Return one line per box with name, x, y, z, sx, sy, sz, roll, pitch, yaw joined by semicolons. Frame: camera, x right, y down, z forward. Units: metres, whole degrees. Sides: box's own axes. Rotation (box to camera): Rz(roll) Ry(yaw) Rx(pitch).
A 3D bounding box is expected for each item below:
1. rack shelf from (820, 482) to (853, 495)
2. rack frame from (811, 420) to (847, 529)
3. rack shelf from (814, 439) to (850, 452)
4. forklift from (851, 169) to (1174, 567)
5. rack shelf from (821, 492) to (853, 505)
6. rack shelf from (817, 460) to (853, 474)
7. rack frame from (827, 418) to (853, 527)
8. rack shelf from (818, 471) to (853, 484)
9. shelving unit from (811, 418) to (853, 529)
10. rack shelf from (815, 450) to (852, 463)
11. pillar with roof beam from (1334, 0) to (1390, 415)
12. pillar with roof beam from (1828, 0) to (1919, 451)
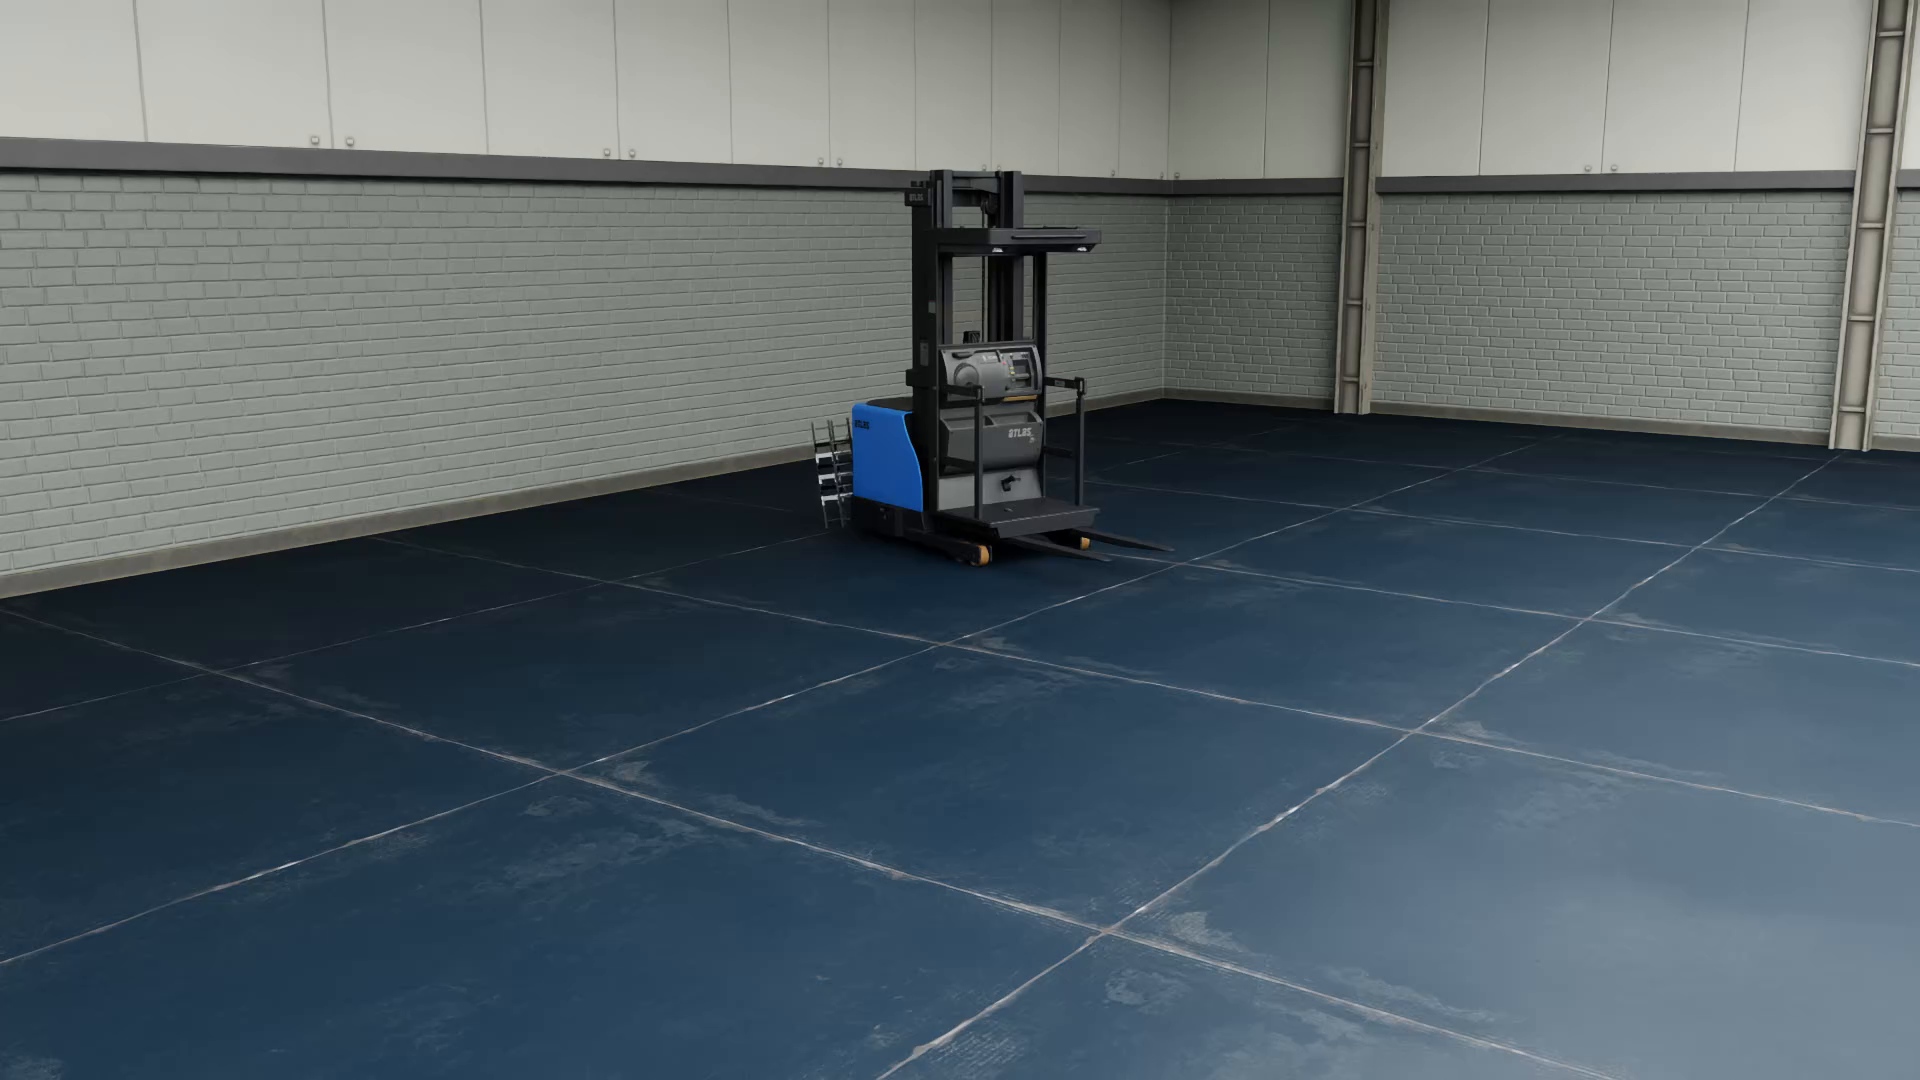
rack shelf;-1.019;-0.441;14.014;0.200;0.077;0.258;-4;5;43
rack frame;-1.109;-0.558;14.075;0.006;0.900;0.240;-4;5;43
rack shelf;-1.067;-0.797;13.990;0.200;0.077;0.258;-4;5;43
forklift;0.376;-1.343;12.755;1.130;2.935;3.031;-8;14;-36
rack shelf;-1.007;-0.352;14.020;0.200;0.077;0.258;-4;5;43
rack shelf;-1.043;-0.619;14.002;0.200;0.077;0.258;-4;5;43
rack frame;-0.962;-0.568;13.936;0.006;0.900;0.240;-4;5;43
rack shelf;-1.031;-0.530;14.008;0.200;0.077;0.258;-4;5;43
shelving unit;-1.036;-0.563;14.006;0.210;0.900;0.258;-4;5;43
rack shelf;-1.055;-0.708;13.996;0.200;0.077;0.258;-4;5;43
pillar with roof beam;2.732;-5.474;18.131;0.400;9.000;9.100;8;13;36
pillar with roof beam;7.568;-4.799;14.644;0.400;9.000;9.100;8;13;36
